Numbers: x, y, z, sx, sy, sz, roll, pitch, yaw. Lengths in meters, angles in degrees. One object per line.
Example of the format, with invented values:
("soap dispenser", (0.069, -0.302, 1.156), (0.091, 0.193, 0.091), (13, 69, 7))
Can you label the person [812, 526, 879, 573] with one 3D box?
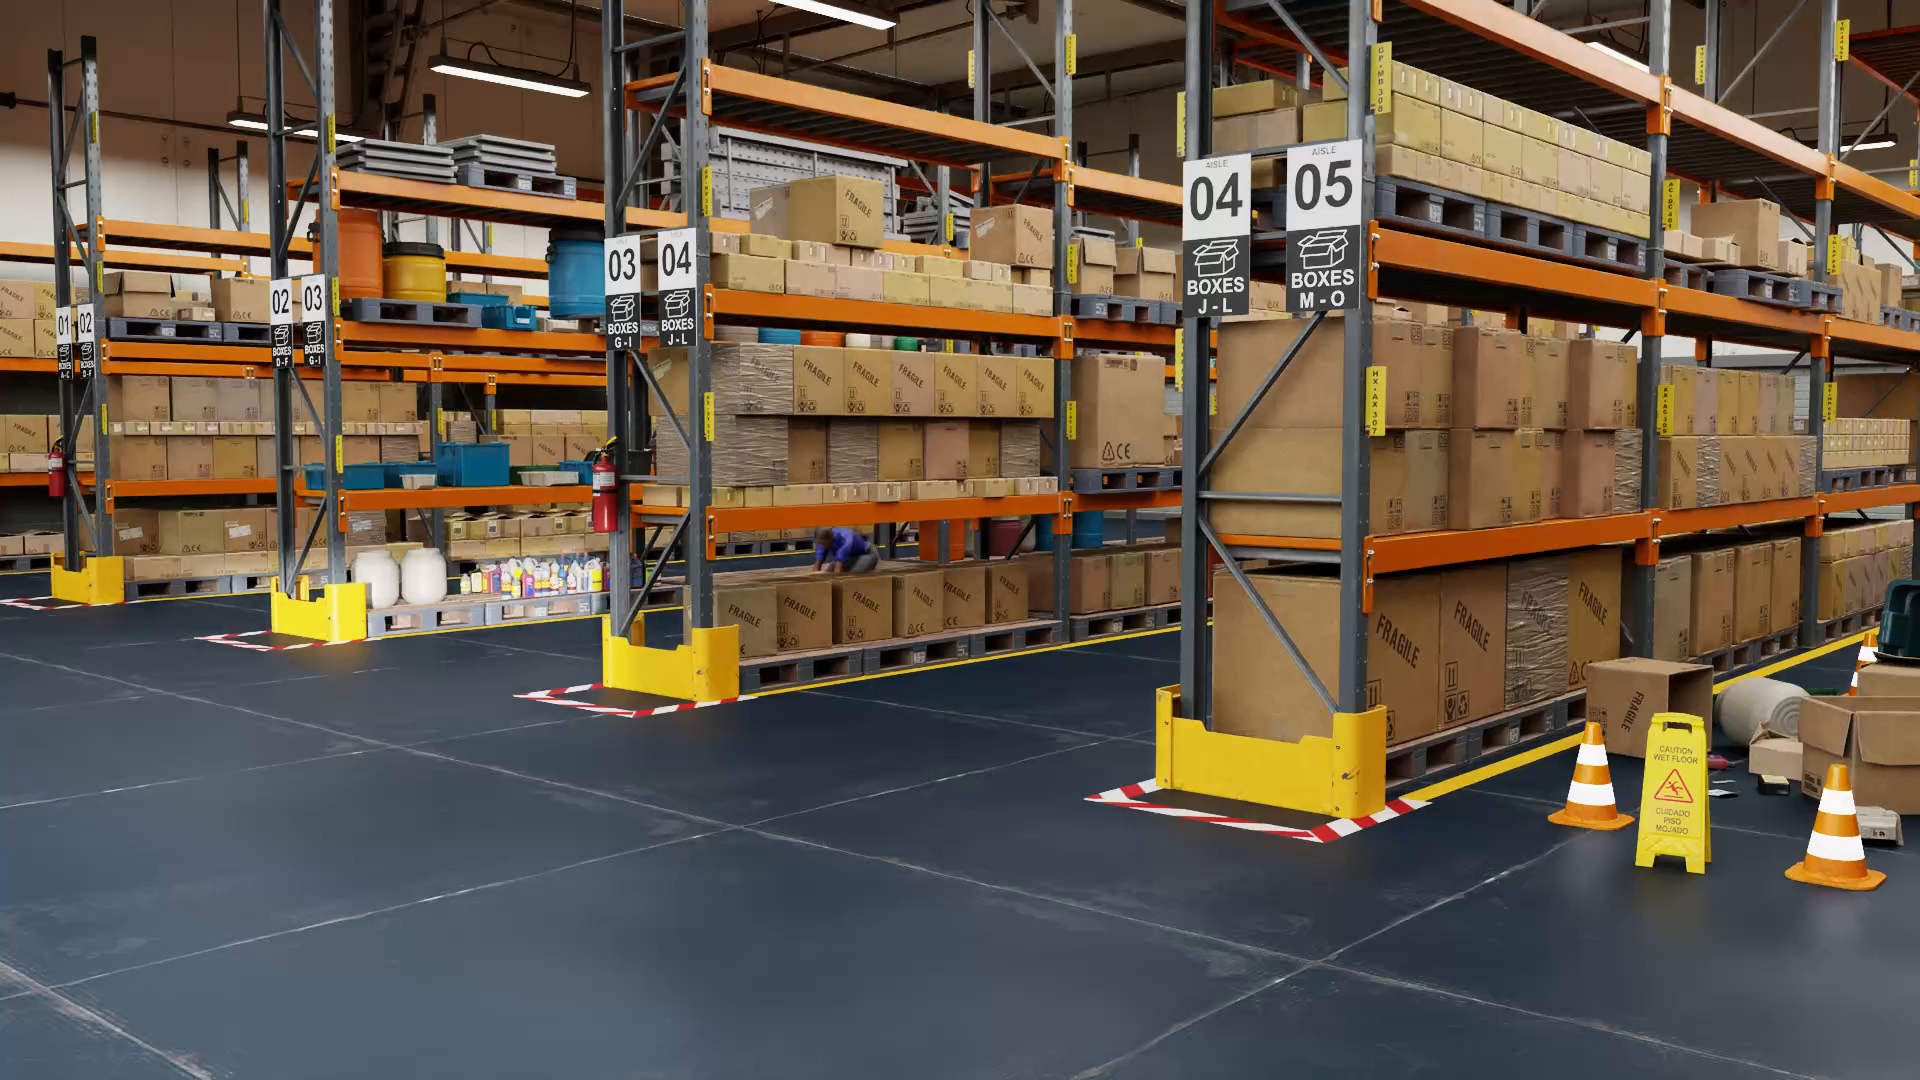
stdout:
("person", (-1.174, 0.293, 16.638), (0.473, 0.939, 0.867), (3, 5, 39))
